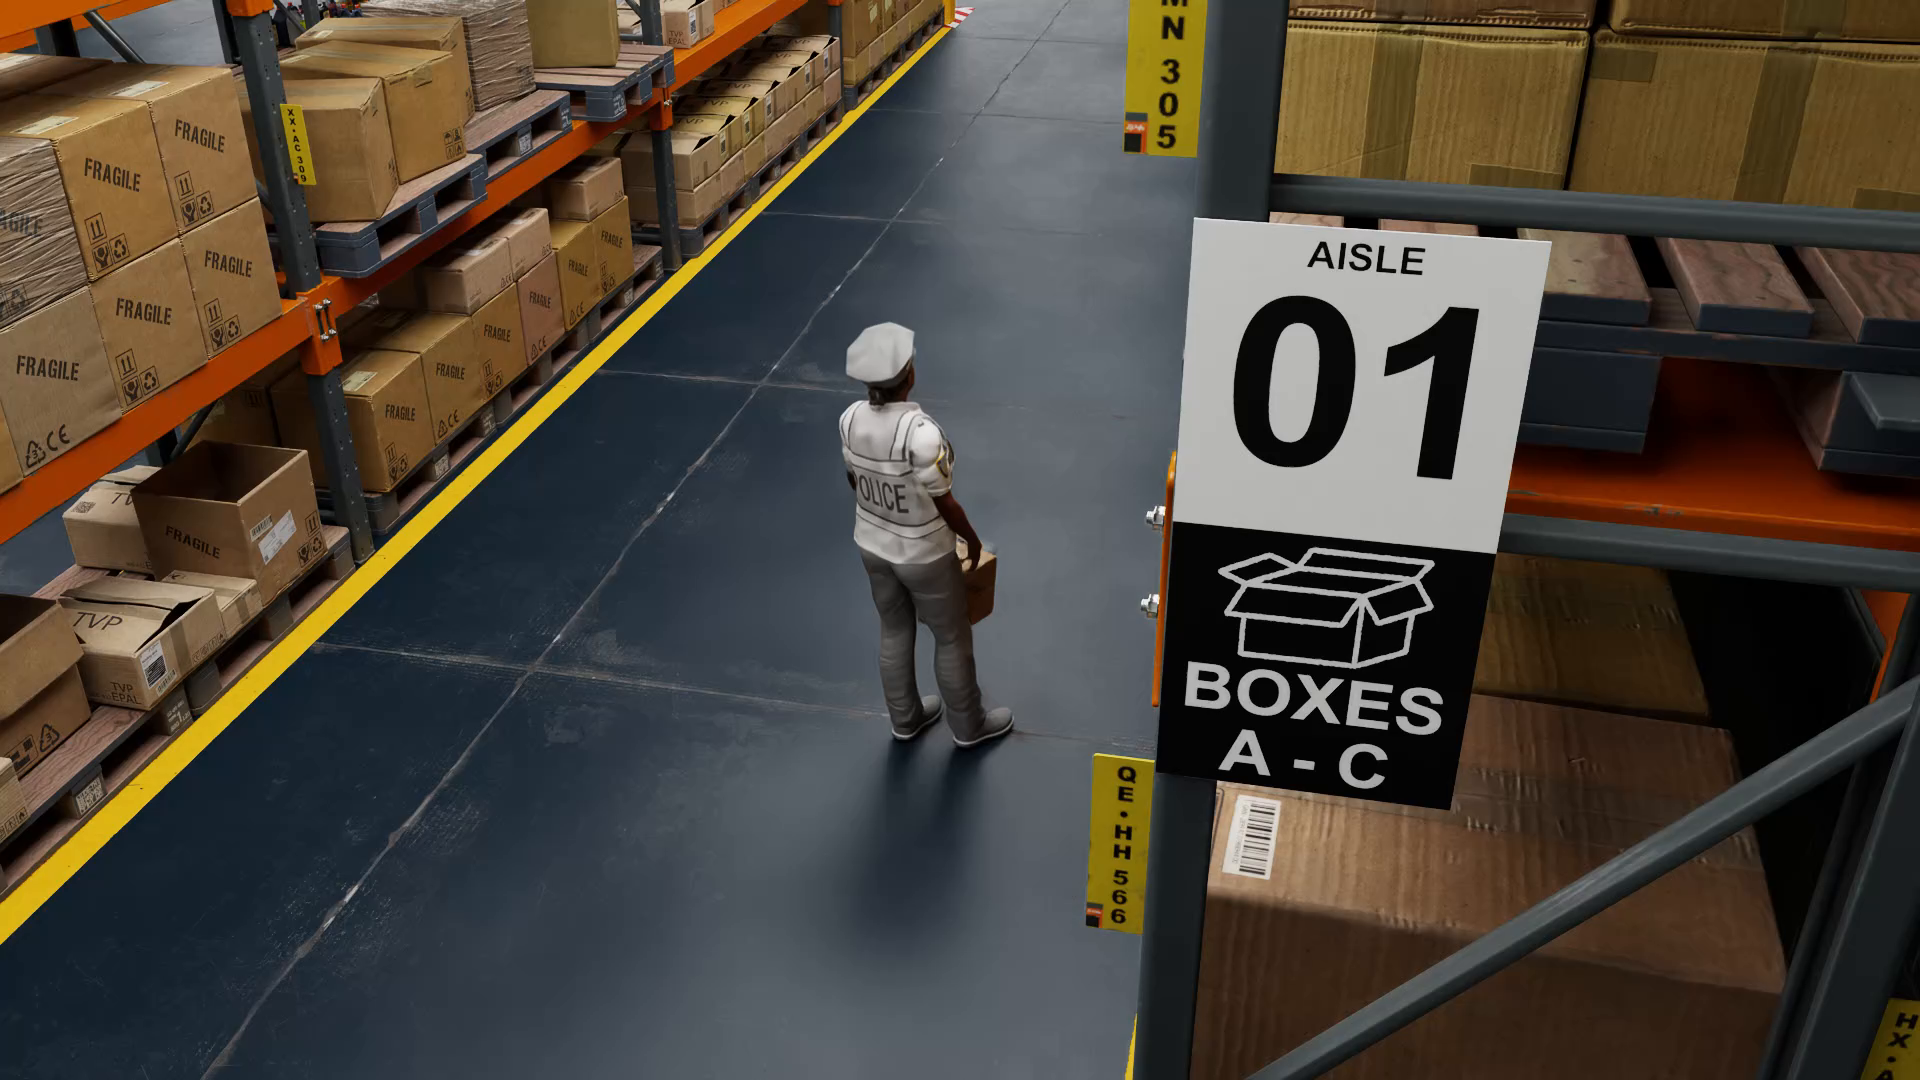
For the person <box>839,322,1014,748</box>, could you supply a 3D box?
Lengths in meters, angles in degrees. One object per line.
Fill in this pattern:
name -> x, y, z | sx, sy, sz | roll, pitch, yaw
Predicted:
person -> -0.135, -0.004, 6.078 | 0.543, 1.698, 0.528 | 20, 35, 32
